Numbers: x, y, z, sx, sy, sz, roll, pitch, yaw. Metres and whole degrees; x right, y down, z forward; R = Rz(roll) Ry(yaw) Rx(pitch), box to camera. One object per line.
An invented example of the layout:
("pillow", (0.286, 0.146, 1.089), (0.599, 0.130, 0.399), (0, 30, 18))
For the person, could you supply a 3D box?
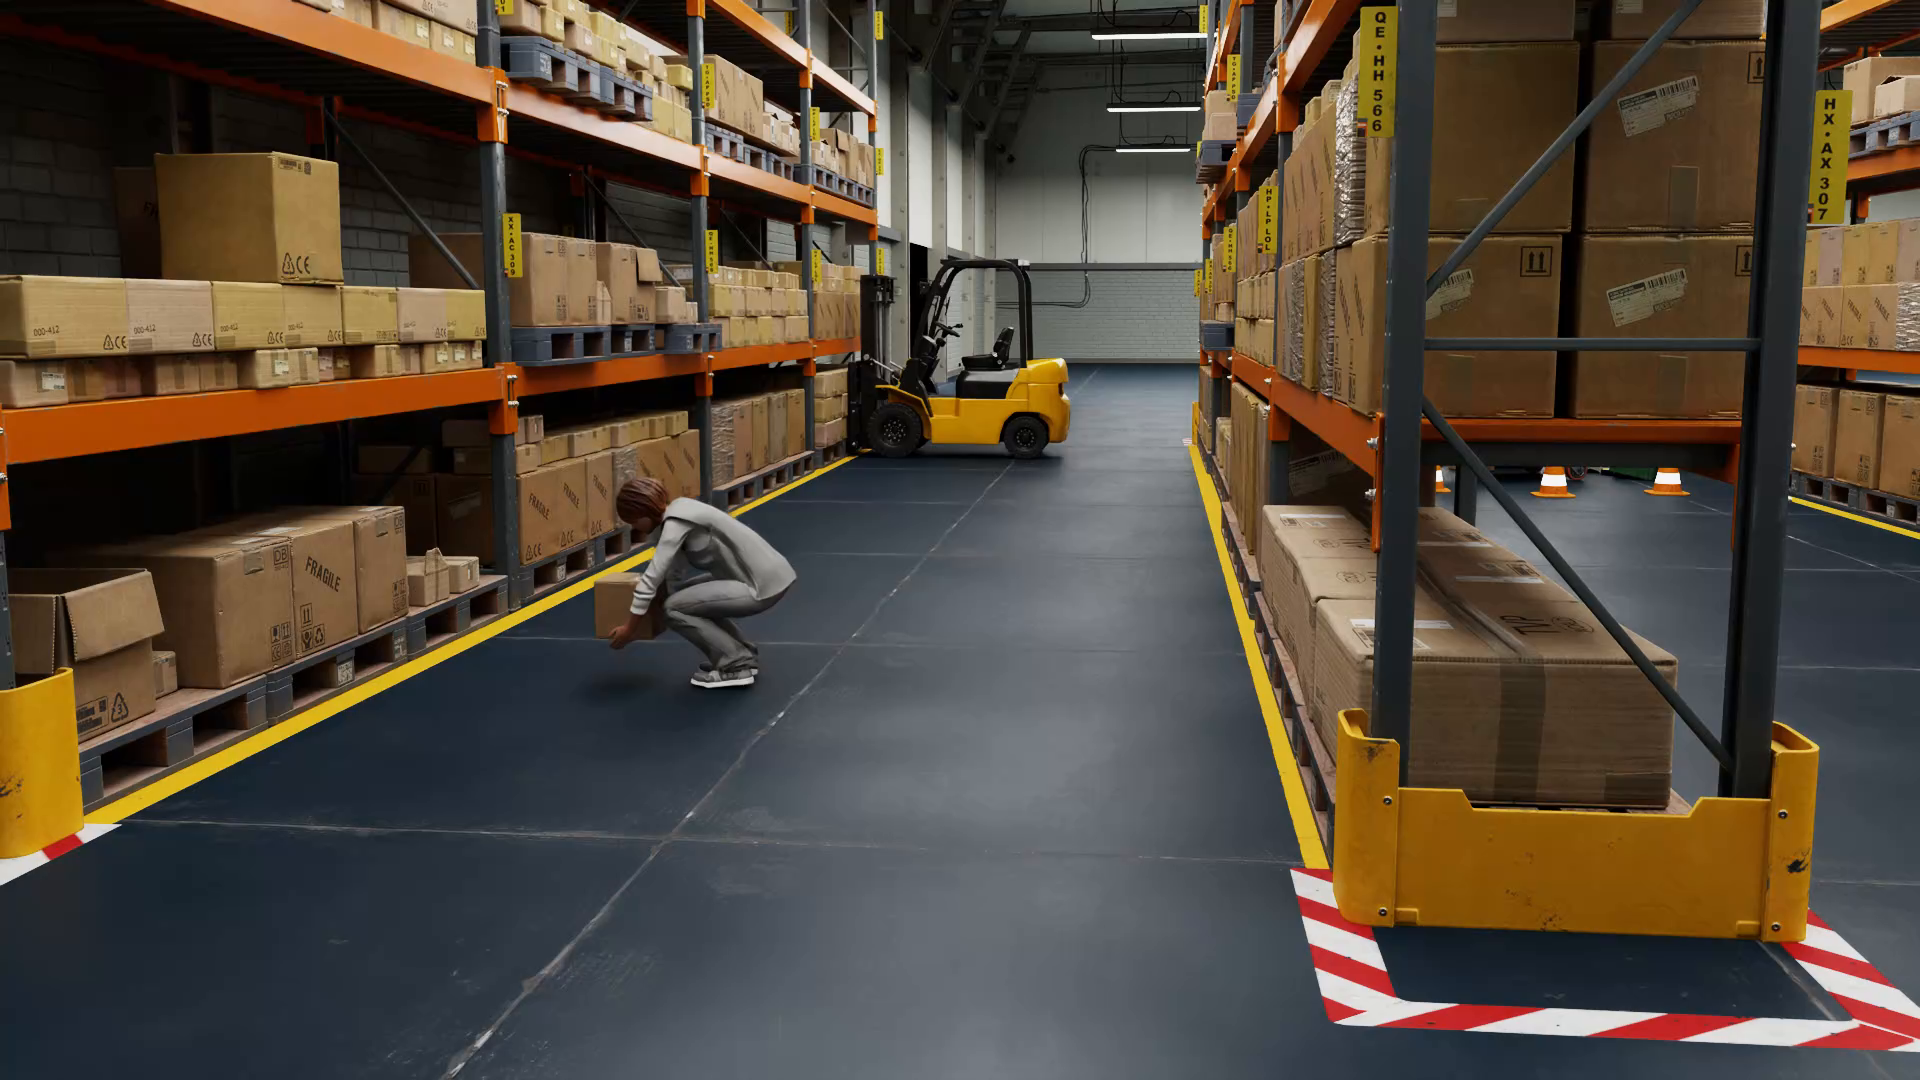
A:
("person", (-1.105, 0.182, 7.156), (0.792, 0.884, 0.458), (1, 8, 6))
